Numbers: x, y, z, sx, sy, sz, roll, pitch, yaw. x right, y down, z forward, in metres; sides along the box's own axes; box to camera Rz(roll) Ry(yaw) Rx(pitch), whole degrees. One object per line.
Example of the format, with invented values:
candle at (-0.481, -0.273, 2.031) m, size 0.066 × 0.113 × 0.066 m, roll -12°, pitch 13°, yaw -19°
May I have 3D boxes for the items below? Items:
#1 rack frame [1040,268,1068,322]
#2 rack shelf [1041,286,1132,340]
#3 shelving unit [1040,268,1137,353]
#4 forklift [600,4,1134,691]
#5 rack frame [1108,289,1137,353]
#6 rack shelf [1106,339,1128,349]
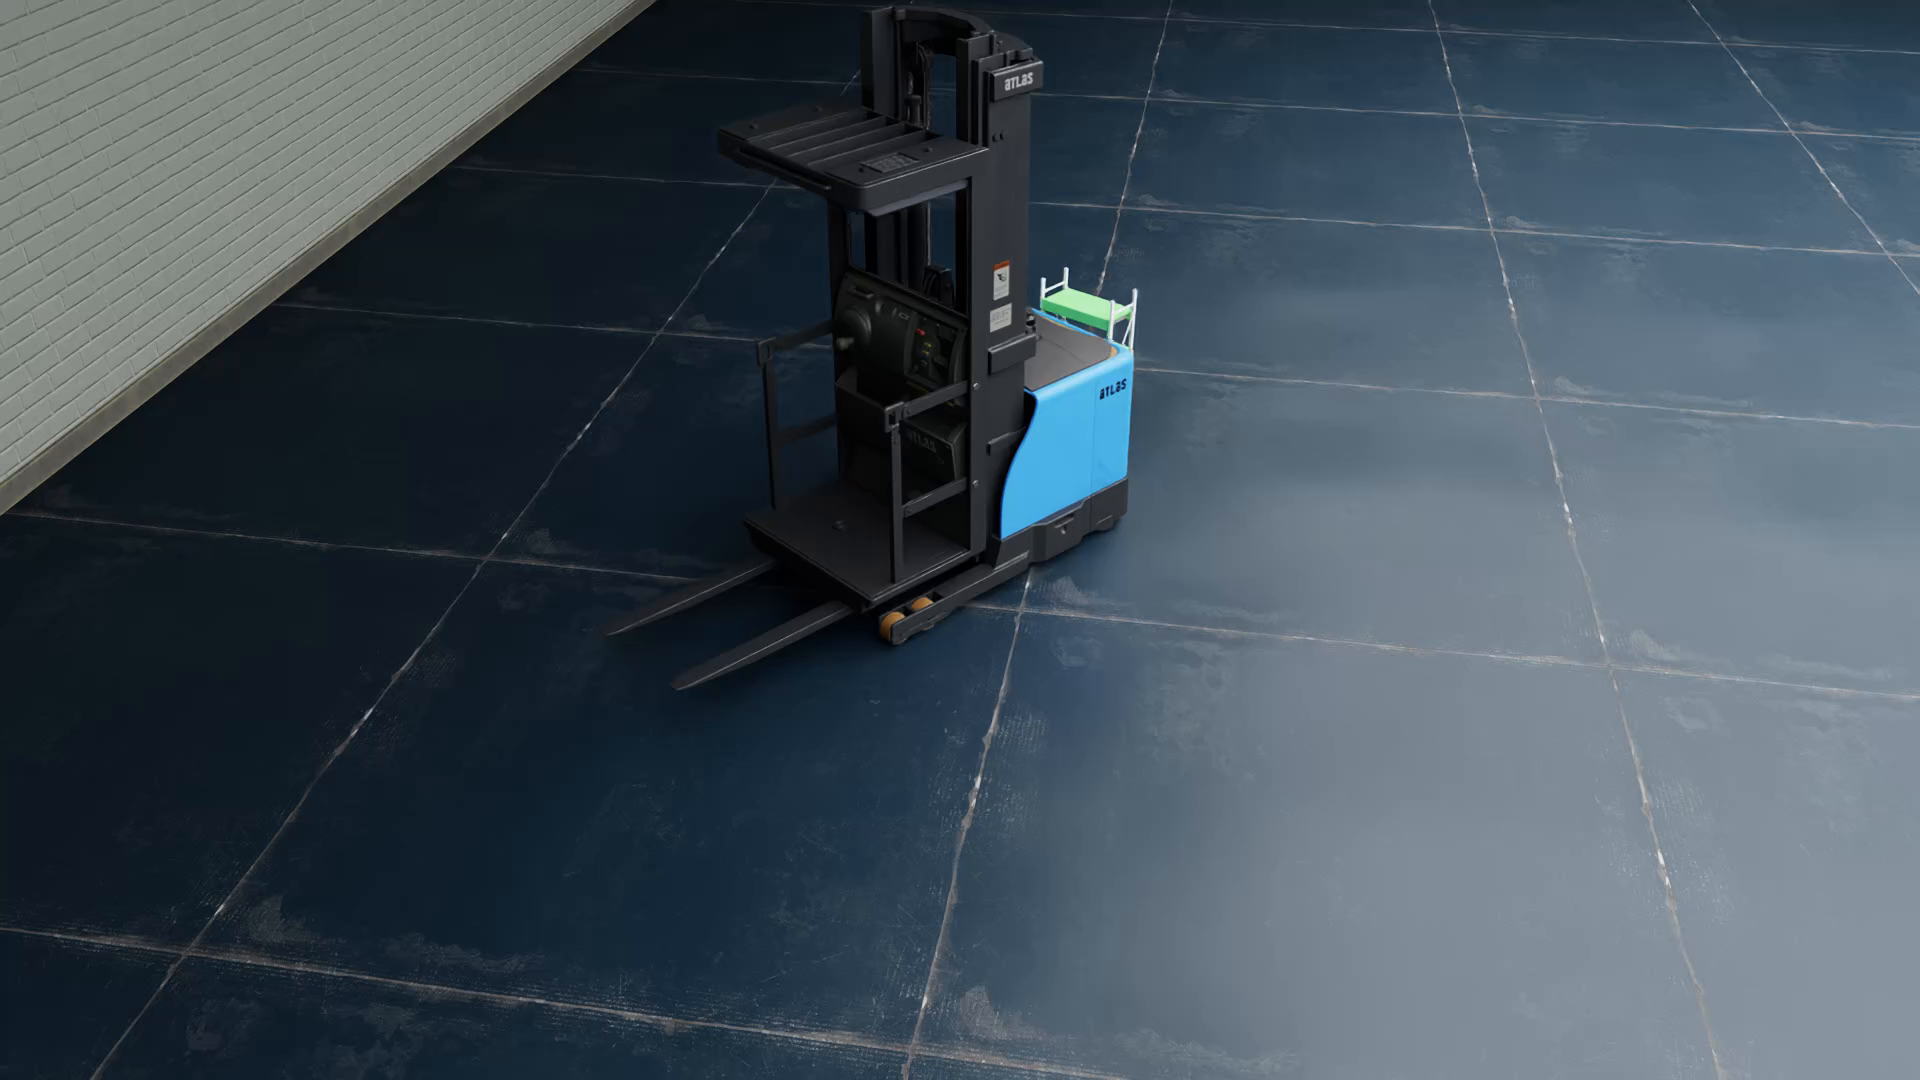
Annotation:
rack frame at (0.535, -1.026, 9.923) m, size 0.015 × 1.200 × 0.240 m, roll 24°, pitch 37°, yaw 33°
rack shelf at (0.731, -1.301, 9.579) m, size 0.480 × 0.148 × 0.258 m, roll 24°, pitch 37°, yaw 33°
shelving unit at (0.722, -0.943, 9.790) m, size 0.503 × 1.200 × 0.258 m, roll 24°, pitch 37°, yaw 33°
forklift at (-0.460, -1.017, 8.287) m, size 3.031 × 2.935 × 1.130 m, roll -26°, pitch 40°, yaw -35°
rack frame at (0.909, -0.860, 9.658) m, size 0.015 × 1.200 × 0.240 m, roll 24°, pitch 37°, yaw 33°
rack shelf at (0.726, -1.094, 9.701) m, size 0.480 × 0.148 × 0.258 m, roll 24°, pitch 37°, yaw 33°
